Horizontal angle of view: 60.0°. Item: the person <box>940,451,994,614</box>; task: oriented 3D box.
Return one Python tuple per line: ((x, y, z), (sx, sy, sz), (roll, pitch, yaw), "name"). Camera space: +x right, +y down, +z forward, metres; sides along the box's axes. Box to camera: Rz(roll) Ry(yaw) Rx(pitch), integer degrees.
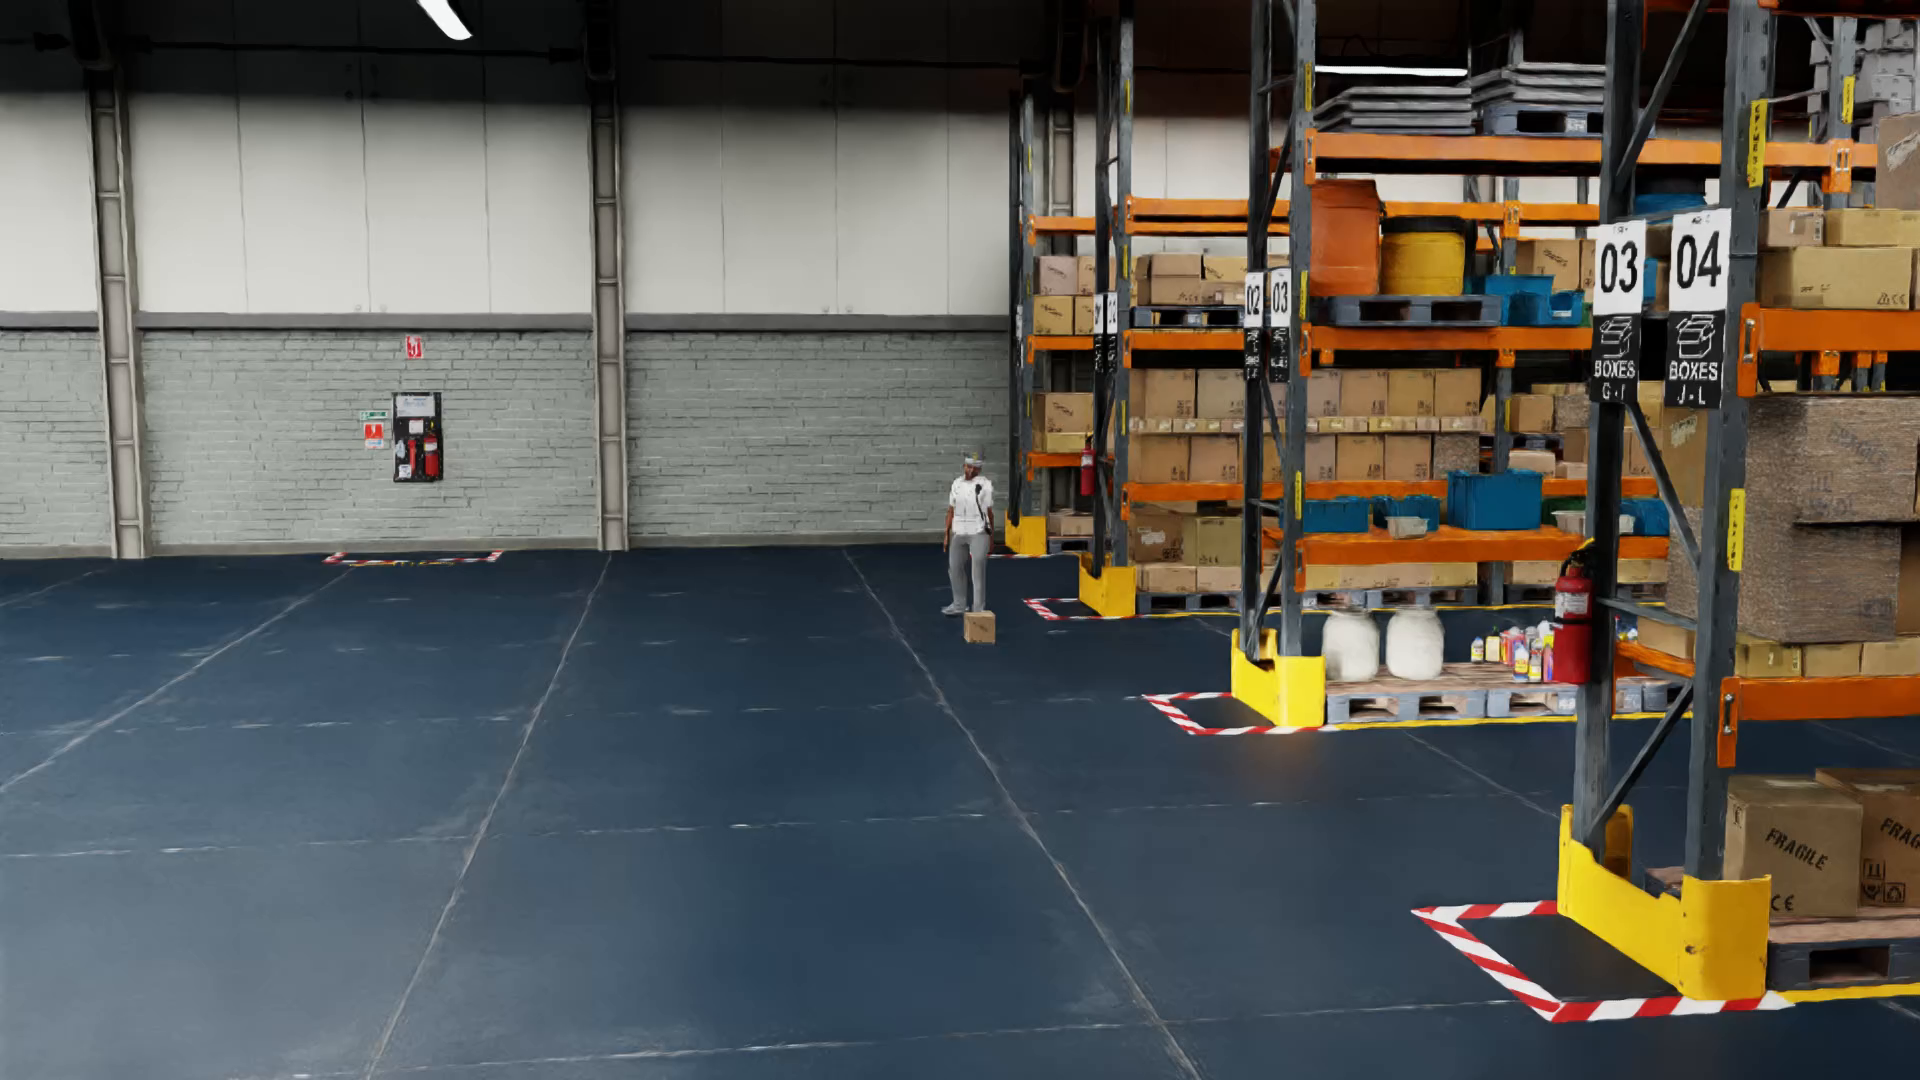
((0.034, -0.044, 16.202), (0.665, 1.666, 0.485), (3, 7, 26), "person")
